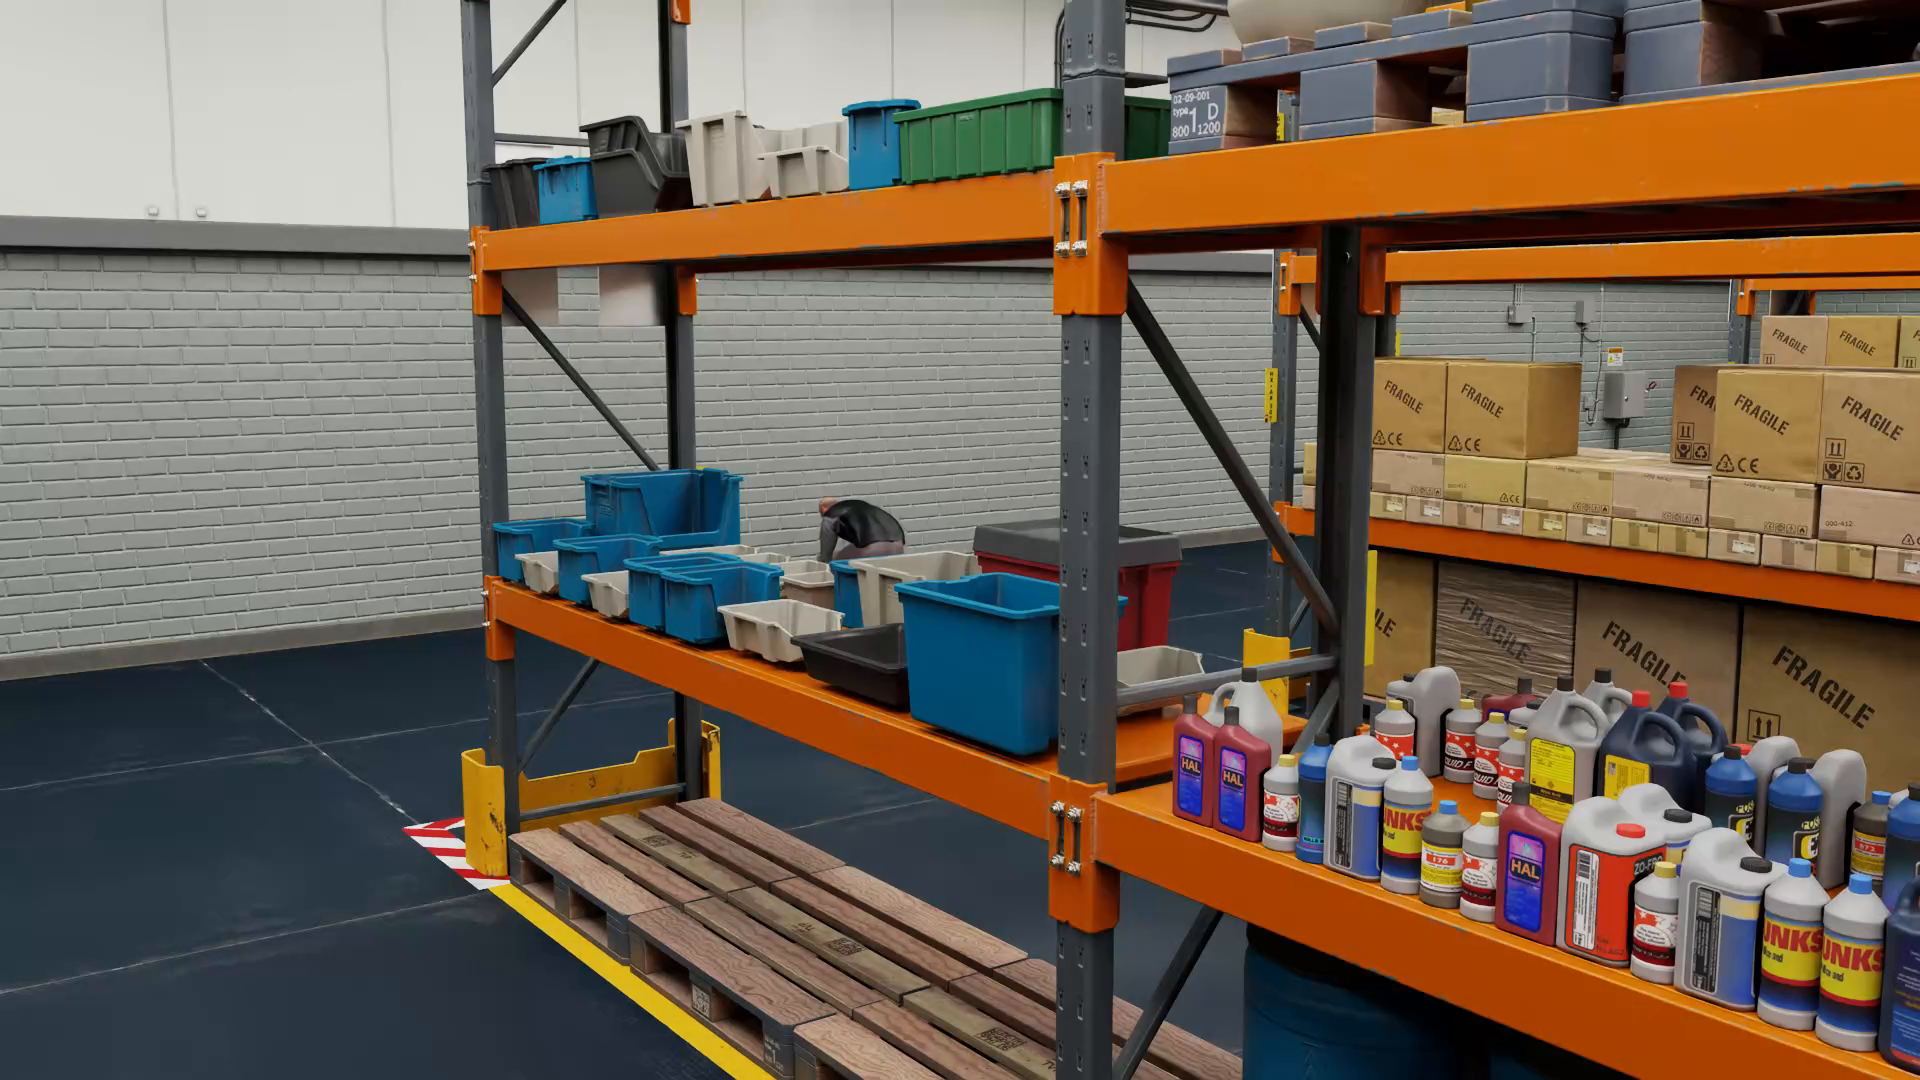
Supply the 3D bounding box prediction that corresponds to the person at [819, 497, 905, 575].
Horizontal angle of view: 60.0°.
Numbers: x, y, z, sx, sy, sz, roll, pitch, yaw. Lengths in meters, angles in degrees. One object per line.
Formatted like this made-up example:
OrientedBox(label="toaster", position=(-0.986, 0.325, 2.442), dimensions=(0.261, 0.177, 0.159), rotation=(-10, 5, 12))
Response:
OrientedBox(label="person", position=(-0.849, 0.150, 13.659), dimensions=(0.520, 0.954, 0.928), rotation=(-6, 10, -38))
